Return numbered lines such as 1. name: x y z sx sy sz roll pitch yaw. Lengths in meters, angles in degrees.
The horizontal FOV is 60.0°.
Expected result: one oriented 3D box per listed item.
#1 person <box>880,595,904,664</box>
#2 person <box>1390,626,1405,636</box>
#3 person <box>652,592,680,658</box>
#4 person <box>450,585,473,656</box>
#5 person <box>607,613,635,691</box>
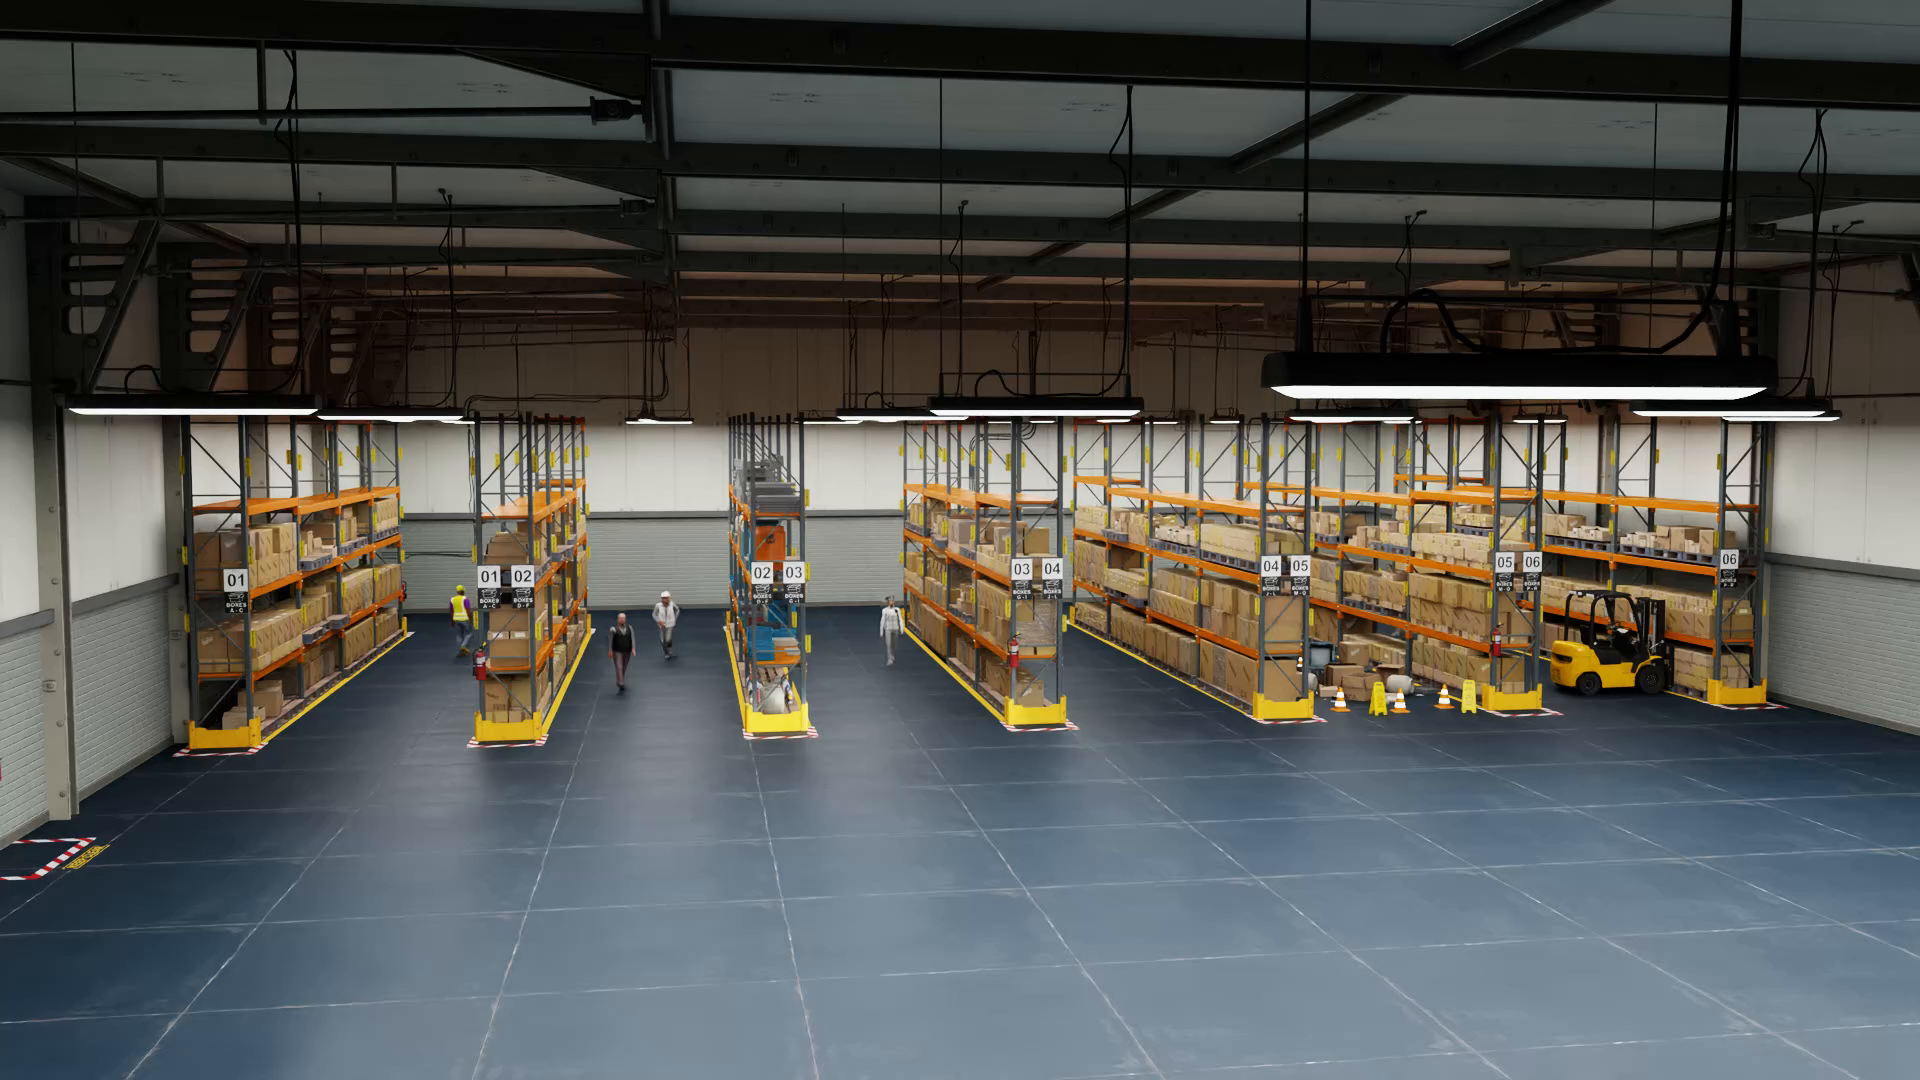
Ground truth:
1. person: -1.634 2.147 40.175 0.535 1.617 1.035 -1 4 -14
2. person: 12.047 1.772 45.459 0.547 1.732 0.510 -3 5 -35
3. person: -7.248 2.093 41.012 0.605 1.685 0.727 0 4 2
4. person: -12.469 2.017 41.543 0.608 1.764 0.505 1 4 12
5. person: -7.279 2.419 35.941 0.570 1.663 1.054 -3 5 -37
